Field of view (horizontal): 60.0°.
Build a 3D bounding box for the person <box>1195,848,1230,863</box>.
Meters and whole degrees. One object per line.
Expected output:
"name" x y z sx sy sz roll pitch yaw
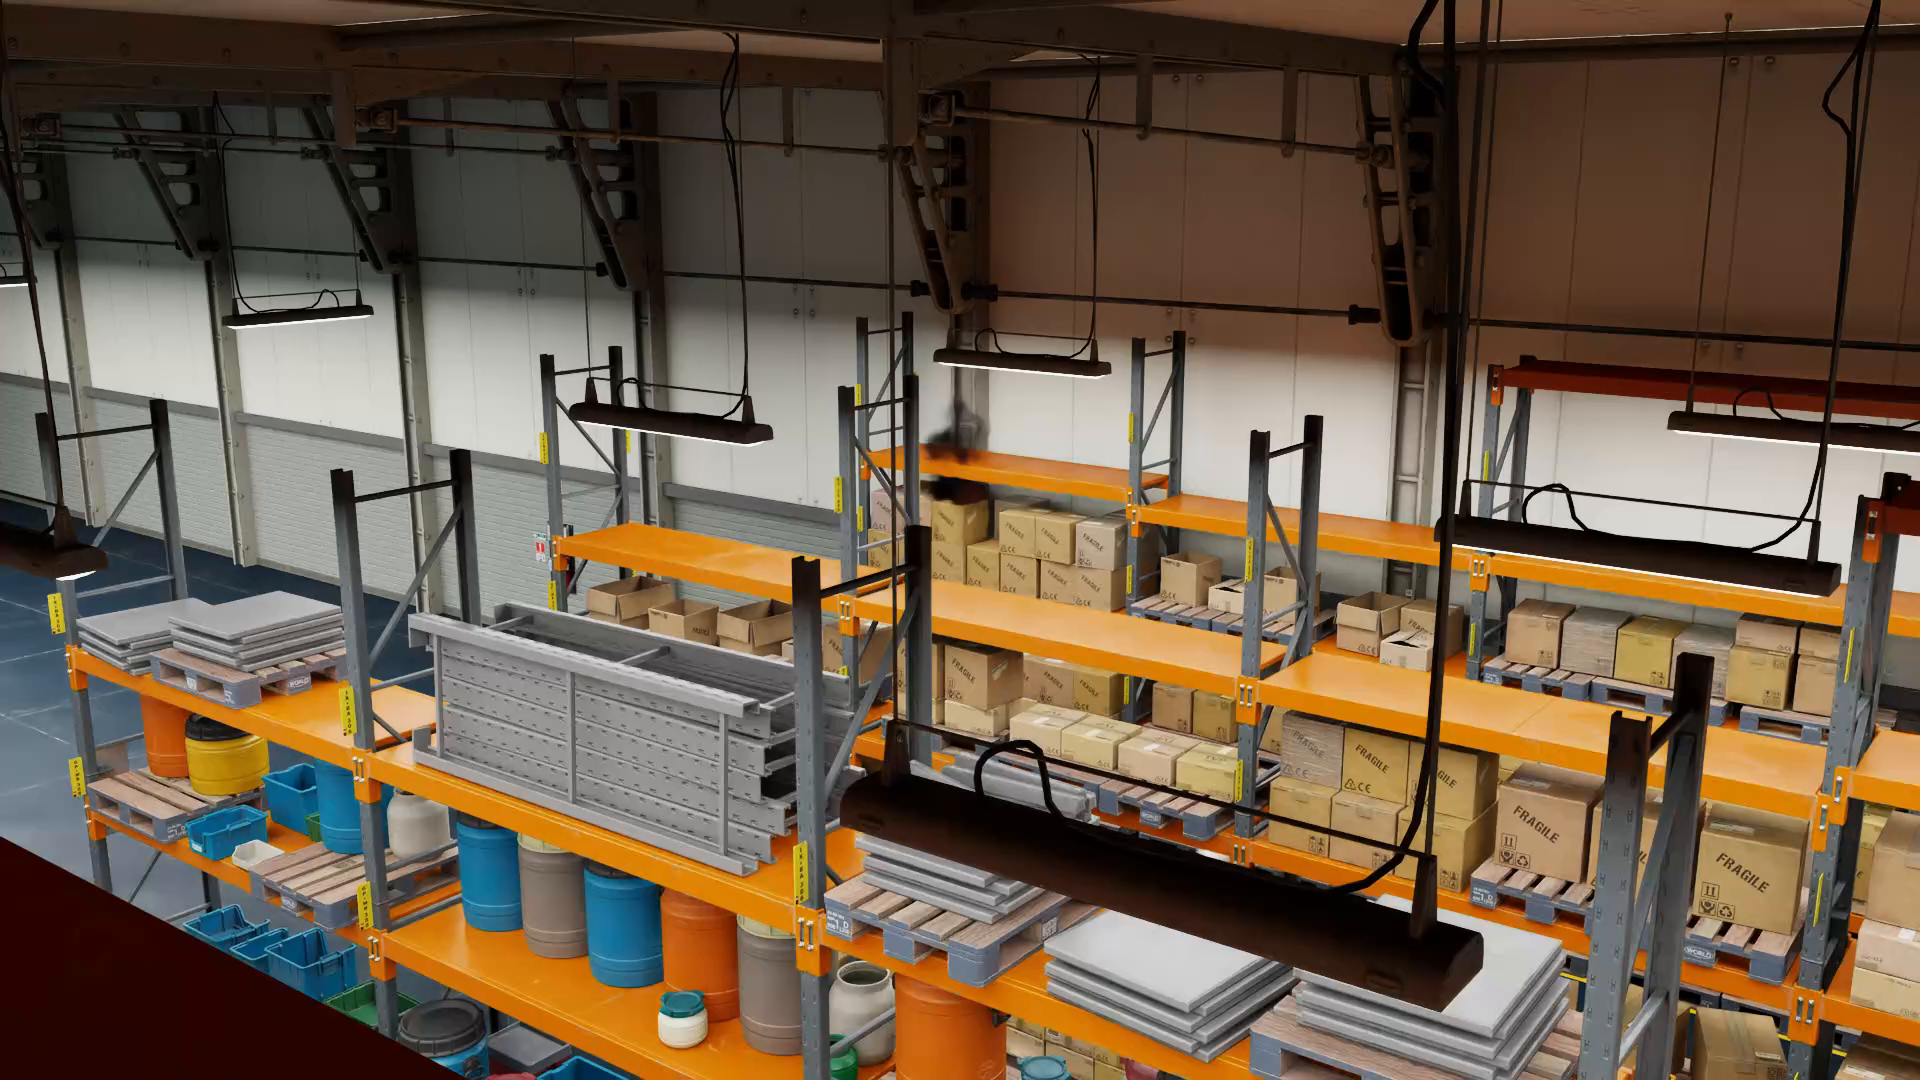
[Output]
"person" 2.396 3.499 16.341 0.569 1.721 0.674 9 16 35
